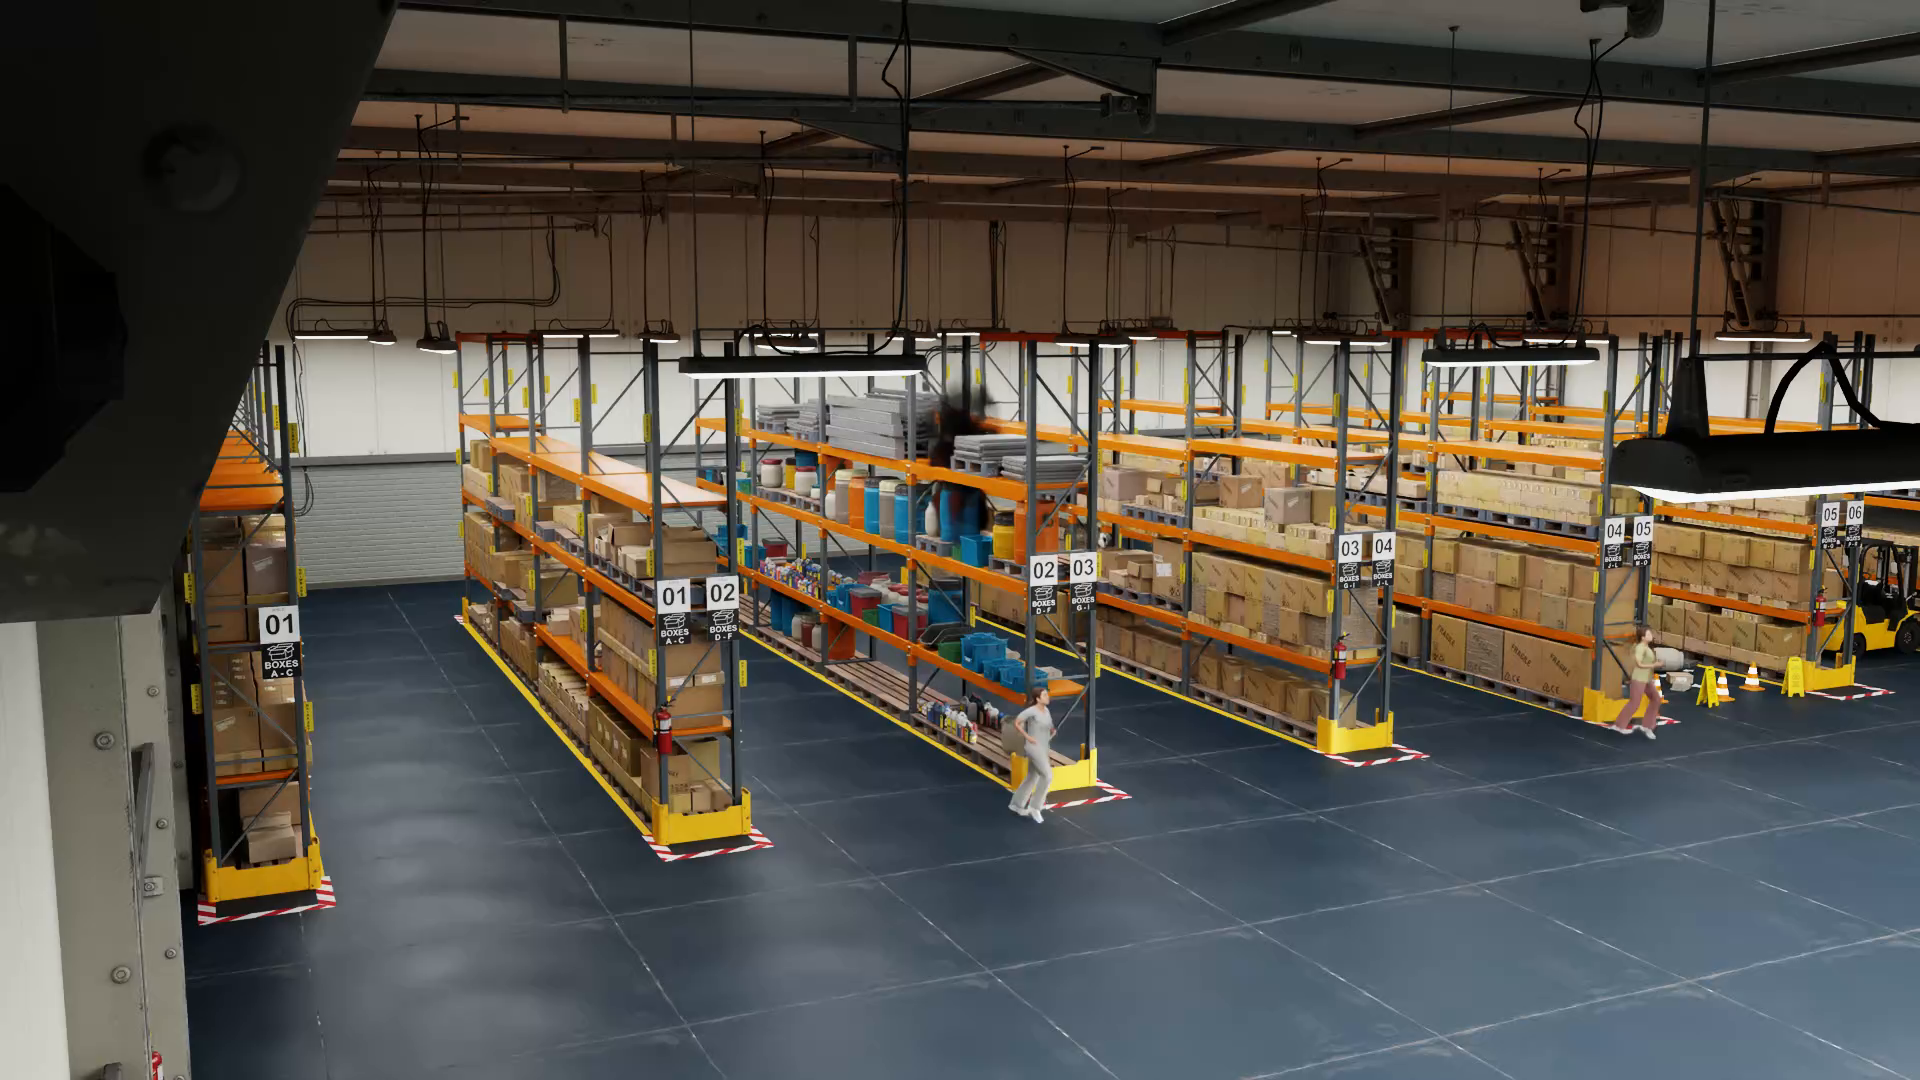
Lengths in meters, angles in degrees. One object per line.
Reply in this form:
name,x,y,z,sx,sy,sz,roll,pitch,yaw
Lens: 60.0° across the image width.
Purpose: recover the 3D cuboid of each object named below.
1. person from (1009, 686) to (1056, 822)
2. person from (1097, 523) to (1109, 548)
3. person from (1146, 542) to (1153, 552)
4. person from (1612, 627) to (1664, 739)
person,0.958,2.689,21.121,0.619,1.700,0.568,4,9,26
person,3.122,0.432,37.768,0.585,1.690,0.744,-2,8,-15
person,4.935,-0.274,42.625,0.695,1.771,0.685,-4,9,-27
person,10.206,2.155,24.977,0.686,1.740,0.563,5,9,34
